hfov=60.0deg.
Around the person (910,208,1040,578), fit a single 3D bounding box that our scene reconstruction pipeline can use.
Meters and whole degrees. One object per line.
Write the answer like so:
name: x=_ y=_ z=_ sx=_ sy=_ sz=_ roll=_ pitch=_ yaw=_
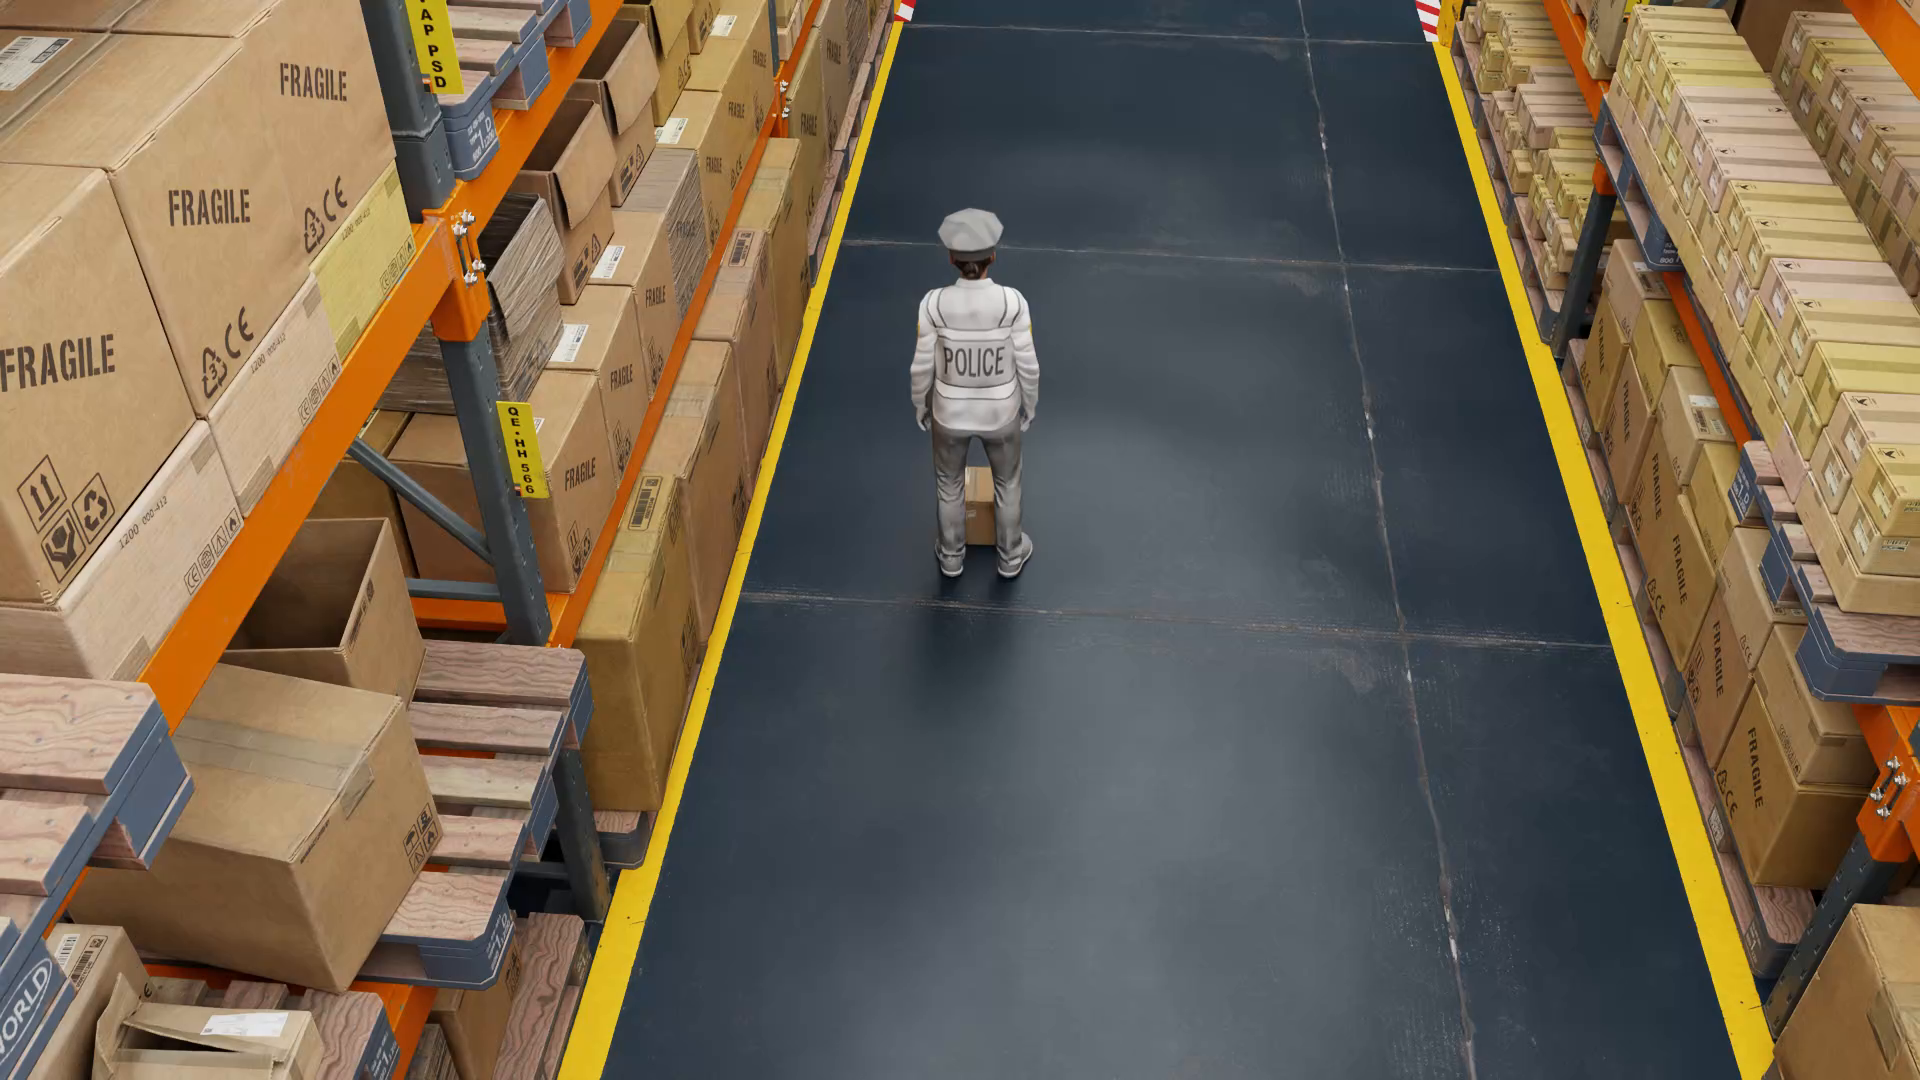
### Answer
person: x=0.060 y=-0.533 z=6.782 sx=0.518 sy=1.663 sz=0.368 roll=1 pitch=40 yaw=1
